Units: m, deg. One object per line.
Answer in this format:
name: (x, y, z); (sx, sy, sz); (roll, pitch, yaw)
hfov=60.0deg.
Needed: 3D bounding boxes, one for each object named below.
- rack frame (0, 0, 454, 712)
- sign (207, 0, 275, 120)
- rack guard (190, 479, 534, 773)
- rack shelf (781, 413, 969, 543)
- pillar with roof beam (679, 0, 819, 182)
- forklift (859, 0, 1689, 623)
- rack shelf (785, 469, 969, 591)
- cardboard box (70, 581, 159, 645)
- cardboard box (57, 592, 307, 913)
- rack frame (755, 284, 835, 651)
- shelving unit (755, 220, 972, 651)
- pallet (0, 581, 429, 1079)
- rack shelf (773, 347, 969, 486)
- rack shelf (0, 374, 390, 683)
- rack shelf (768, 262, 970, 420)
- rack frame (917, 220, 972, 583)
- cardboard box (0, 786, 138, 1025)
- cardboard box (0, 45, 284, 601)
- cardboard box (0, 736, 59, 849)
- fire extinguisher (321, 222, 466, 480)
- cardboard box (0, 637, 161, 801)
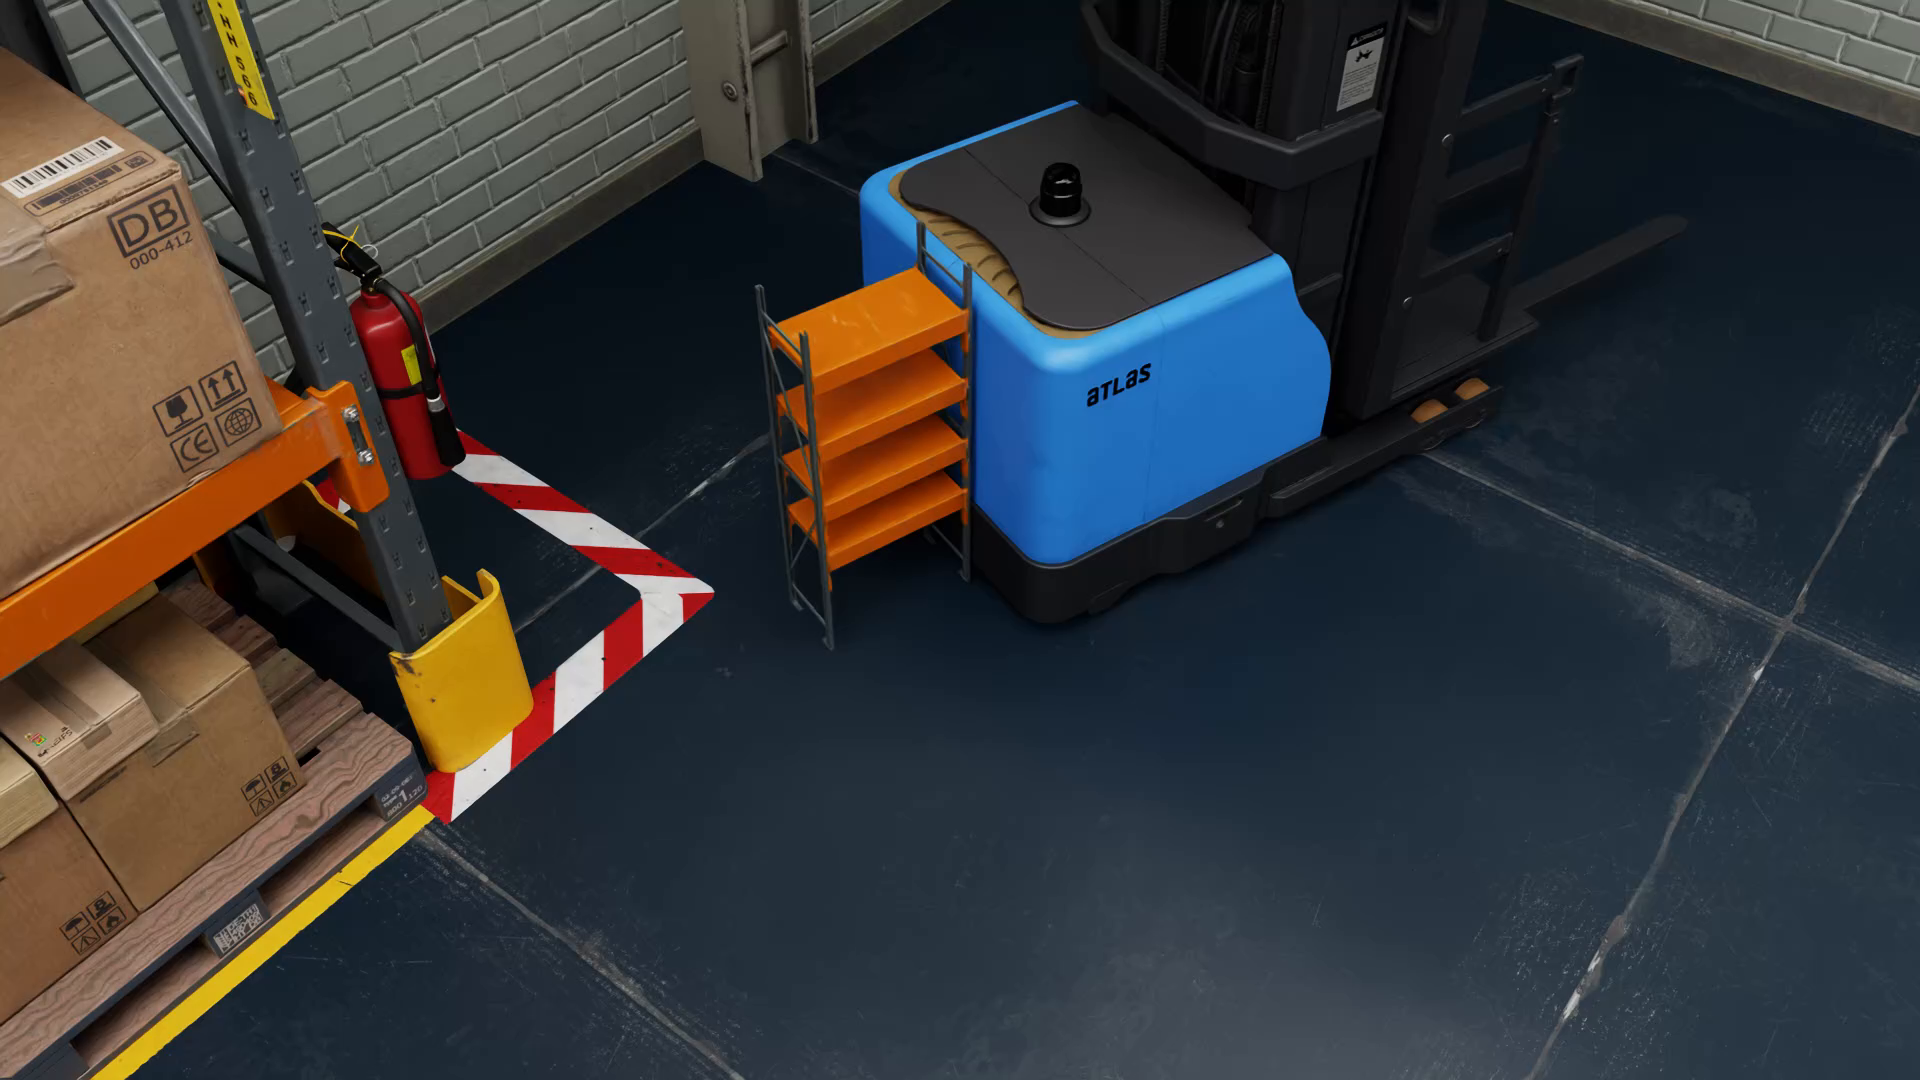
rack frame: (-1.784, -0.710, 3.854); (1.000, 3.000, 0.127); (29, 53, 25)
sign: (-1.363, -0.944, 3.113); (0.100, 0.325, 0.005); (29, 53, 25)
rack guard: (-1.769, 0.139, 4.771); (1.175, 0.500, 0.348); (29, 53, 25)
rack shelf: (-0.243, -0.212, 4.716); (0.480, 0.148, 0.258); (-26, 52, -23)
pillar with roof beam: (2.589, -2.807, 1.708); (9.100, 9.000, 0.400); (29, 53, 25)
forklift: (1.206, -1.607, 4.758); (3.031, 2.935, 1.130); (-26, 51, -22)
rack shelf: (-0.243, -0.075, 4.859); (0.480, 0.148, 0.258); (-26, 52, -23)
cardboard box: (-2.215, 0.069, 4.100); (0.380, 0.149, 0.250); (30, 53, 25)
cardboard box: (-2.133, 0.453, 4.181); (0.700, 0.500, 0.500); (29, 53, 25)
rack frame: (-0.445, -0.159, 4.572); (0.015, 1.200, 0.240); (-26, 52, -23)
shelving unit: (-0.243, -0.258, 4.667); (0.503, 1.200, 0.258); (-26, 52, -23)
pallet: (-2.211, 0.745, 4.393); (1.003, 0.211, 1.213); (29, 53, 25)
rack shelf: (-0.243, -0.366, 4.554); (0.480, 0.148, 0.258); (-26, 52, -23)
rack shelf: (-3.007, 0.682, 3.021); (1.077, 0.370, 4.000); (29, 53, 25)
rack shelf: (-0.243, -0.530, 4.383); (0.480, 0.148, 0.258); (-26, 52, -23)
rack frame: (-0.042, -0.358, 4.762); (0.015, 1.200, 0.240); (-26, 52, -23)
cardboard box: (-2.439, 0.739, 3.908); (0.700, 0.500, 0.500); (29, 53, 25)
cardboard box: (-2.088, -0.518, 3.463); (0.980, 0.700, 0.700); (32, 54, 27)
cardboard box: (-2.223, 0.529, 3.660); (0.380, 0.149, 0.250); (31, 54, 26)
fire extinguisher: (-1.327, -0.437, 3.905); (0.296, 0.674, 0.183); (29, 53, 25)
cardboard box: (-2.067, 0.383, 3.800); (0.380, 0.149, 0.250); (29, 53, 25)
